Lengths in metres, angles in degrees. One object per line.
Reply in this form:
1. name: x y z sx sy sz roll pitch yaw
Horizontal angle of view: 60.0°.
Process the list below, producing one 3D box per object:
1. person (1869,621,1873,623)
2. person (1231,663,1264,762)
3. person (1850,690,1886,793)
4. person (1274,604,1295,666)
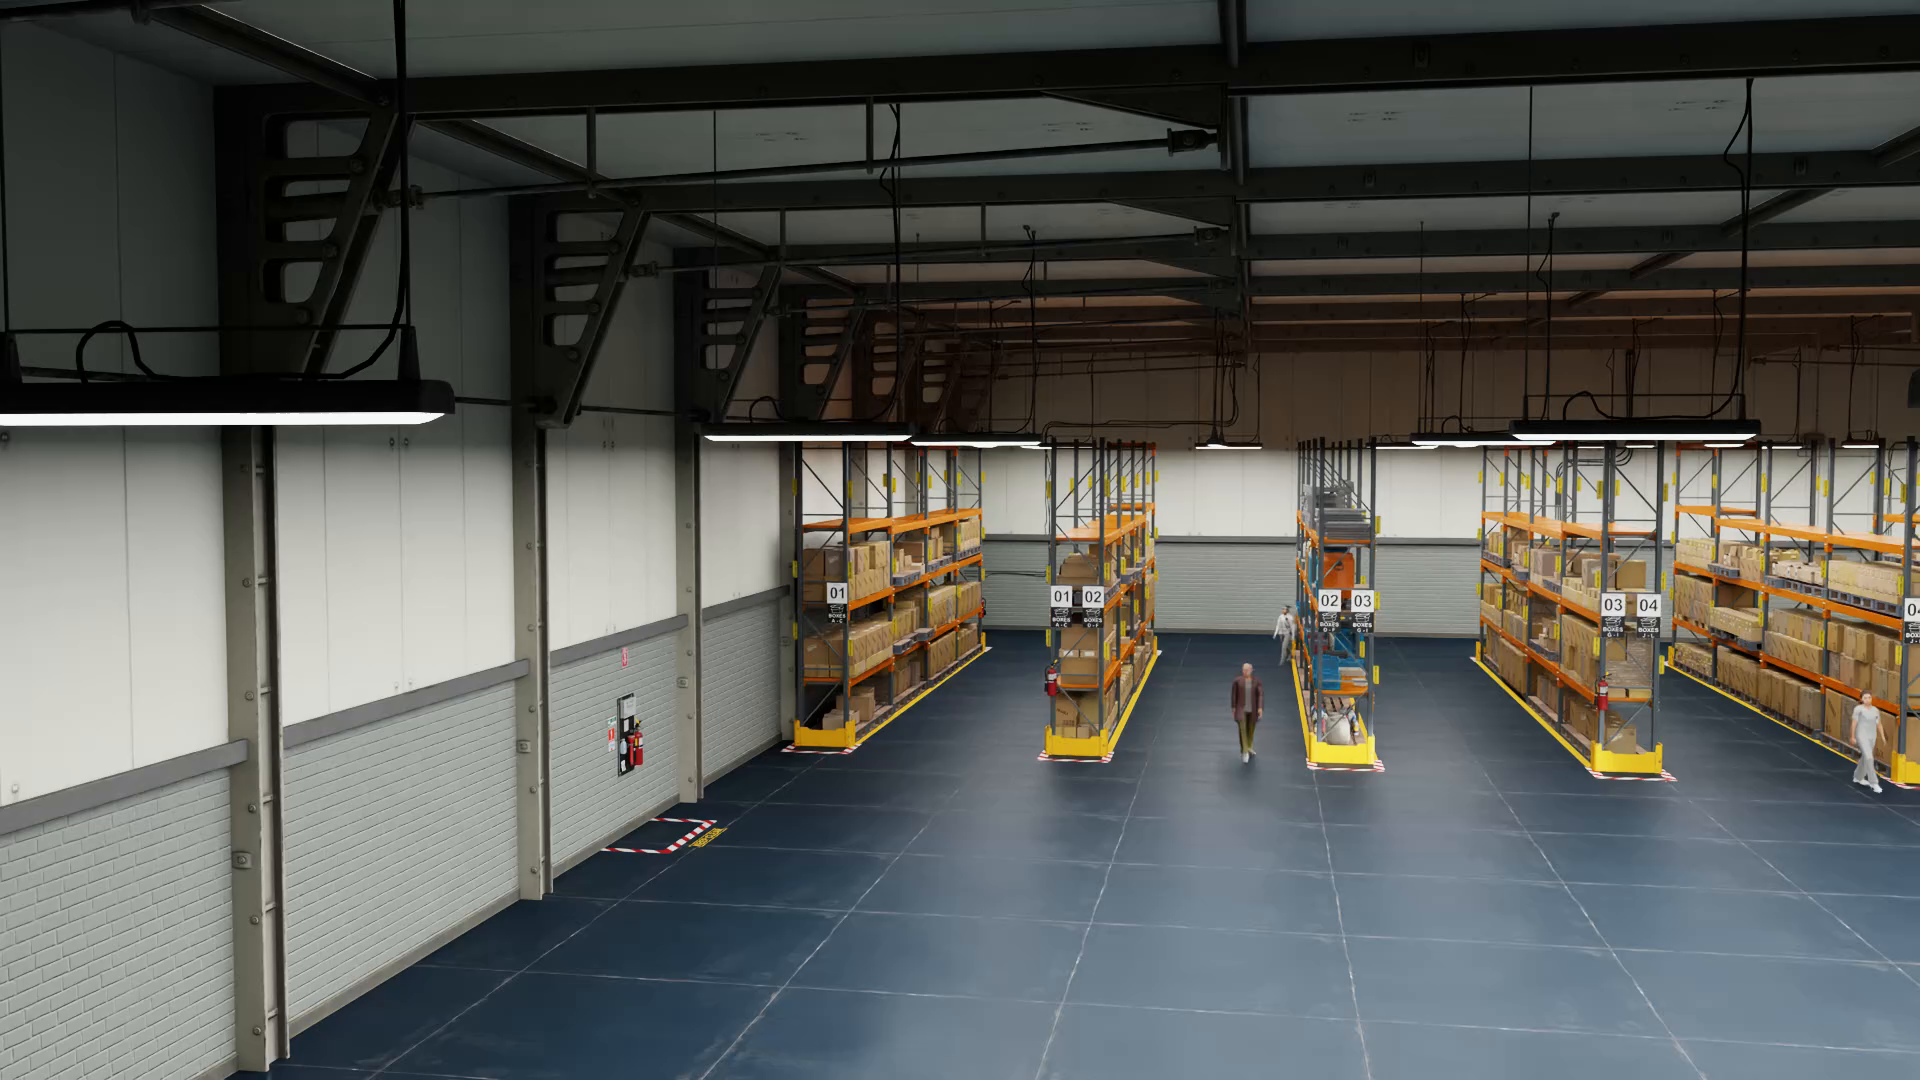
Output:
1. person: 21.977 2.791 39.932 0.463 1.692 0.549 -1 3 -12
2. person: 5.381 3.190 31.041 0.593 1.772 0.921 0 3 3
3. person: 15.465 3.401 28.288 0.467 1.688 0.757 -1 3 -12
4. person: 8.756 2.526 44.666 0.537 1.624 1.059 3 4 40
